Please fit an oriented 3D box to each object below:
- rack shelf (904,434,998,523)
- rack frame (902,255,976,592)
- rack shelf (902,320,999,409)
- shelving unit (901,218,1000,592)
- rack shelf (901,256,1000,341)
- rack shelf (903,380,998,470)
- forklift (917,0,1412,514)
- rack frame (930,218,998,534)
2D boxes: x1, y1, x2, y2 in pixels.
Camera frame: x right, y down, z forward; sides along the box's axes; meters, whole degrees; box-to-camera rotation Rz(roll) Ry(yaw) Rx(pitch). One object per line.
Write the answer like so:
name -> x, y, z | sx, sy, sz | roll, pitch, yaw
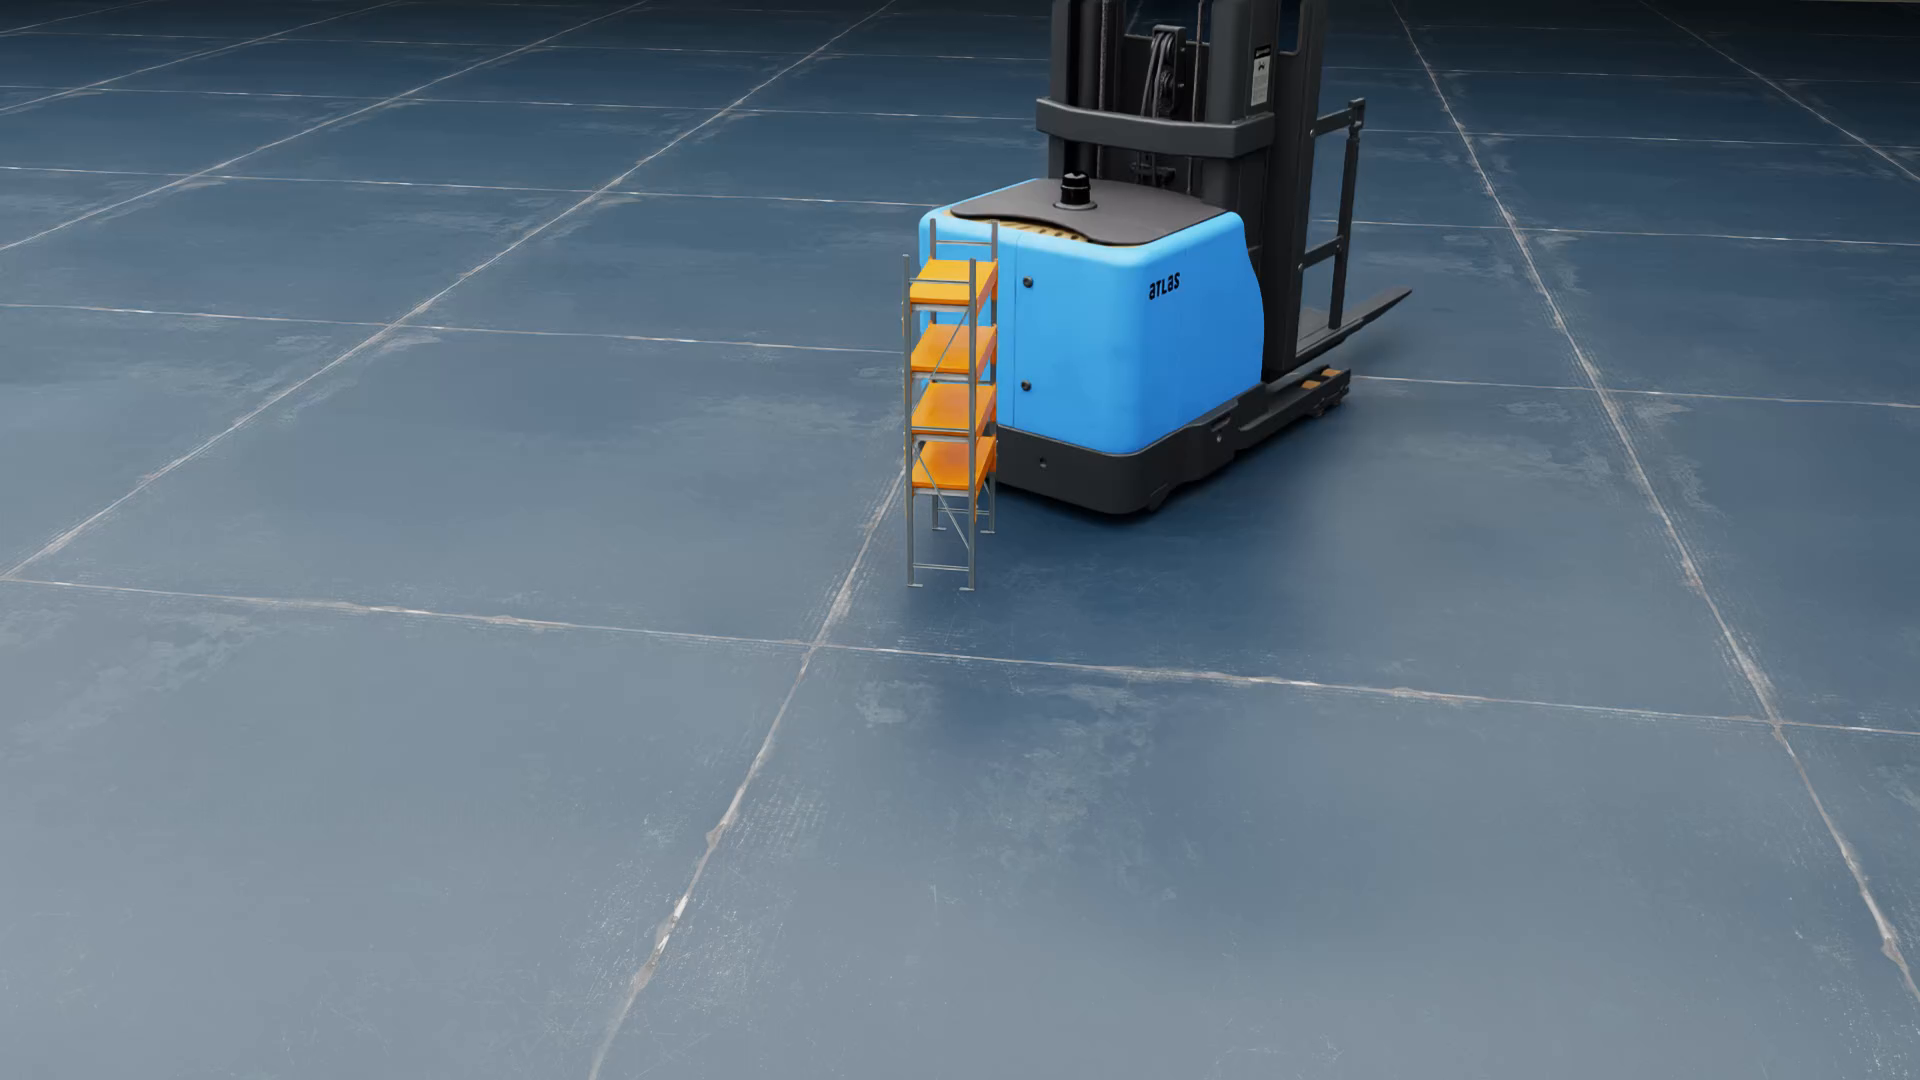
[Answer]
rack shelf -> -0.027, -0.233, 5.960 | 0.258, 0.148, 0.480 | 4, 25, 9
rack frame -> -0.067, -0.372, 5.630 | 0.240, 1.200, 0.015 | 4, 25, 9
rack shelf -> -0.027, -0.616, 5.781 | 0.258, 0.148, 0.480 | 4, 25, 9
shelving unit -> -0.027, -0.474, 5.848 | 0.258, 1.200, 0.503 | 4, 25, 9
rack shelf -> -0.027, -0.830, 5.681 | 0.258, 0.148, 0.480 | 4, 25, 9
rack shelf -> -0.027, -0.413, 5.876 | 0.258, 0.148, 0.480 | 4, 25, 9
forklift -> 1.119, -1.986, 7.035 | 1.130, 2.935, 3.031 | 18, 30, 33
rack frame -> 0.013, -0.576, 6.066 | 0.240, 1.200, 0.015 | 4, 25, 9
